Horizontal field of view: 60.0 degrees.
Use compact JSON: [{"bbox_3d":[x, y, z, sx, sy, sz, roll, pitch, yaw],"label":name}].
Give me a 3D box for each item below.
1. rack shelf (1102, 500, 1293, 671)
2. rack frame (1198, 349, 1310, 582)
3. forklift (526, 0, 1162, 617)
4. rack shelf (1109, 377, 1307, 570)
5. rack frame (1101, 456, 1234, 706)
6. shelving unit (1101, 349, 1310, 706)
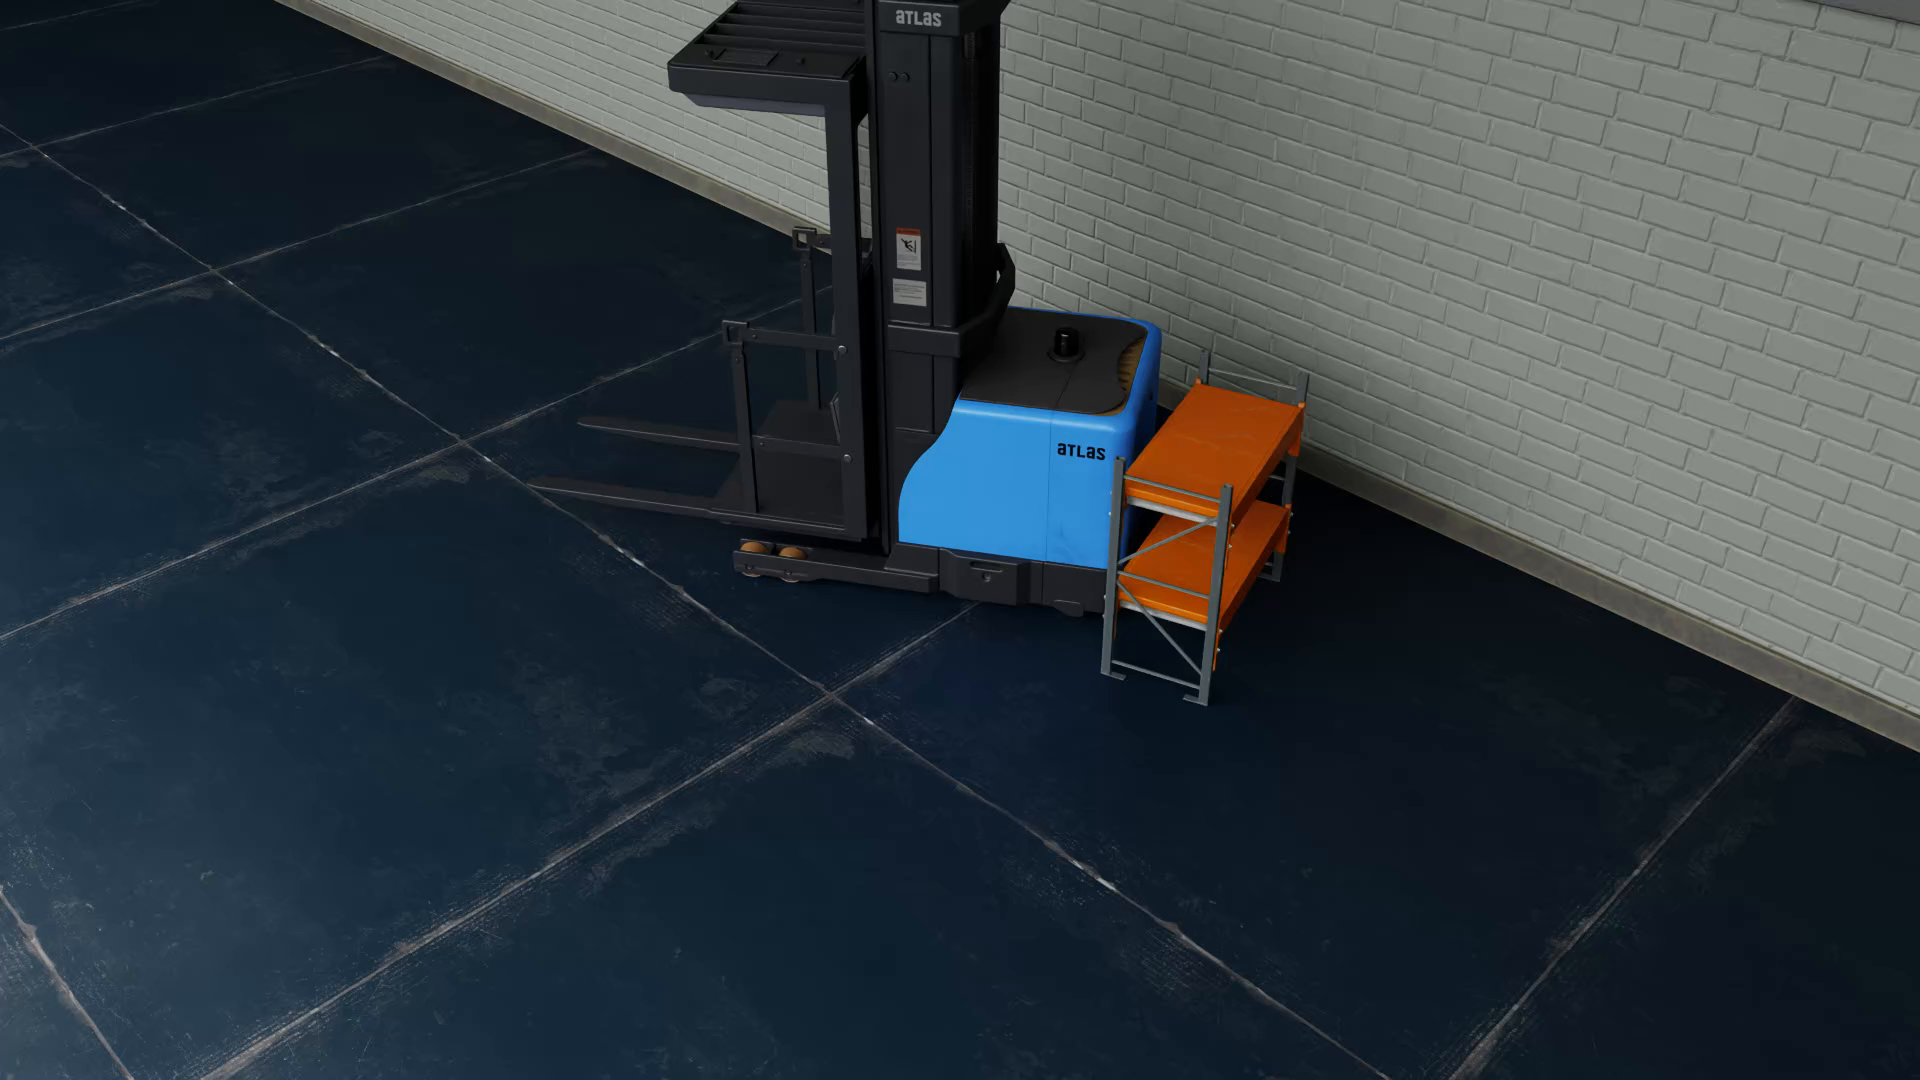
[{"bbox_3d":[1.085,0.130,7.508,0.538,0.278,1.000,16,38,22],"label":"rack shelf"},{"bbox_3d":[1.313,-0.330,7.740,0.500,1.125,0.032,16,38,22],"label":"rack frame"},{"bbox_3d":[-0.606,-1.284,7.529,3.031,2.935,1.130,8,36,11],"label":"forklift"},{"bbox_3d":[1.085,-0.311,7.201,0.538,0.278,1.000,16,38,22],"label":"rack shelf"},{"bbox_3d":[0.856,0.189,6.996,0.500,1.125,0.032,16,38,22],"label":"rack frame"},{"bbox_3d":[1.085,-0.071,7.368,0.538,1.125,1.048,16,38,22],"label":"shelving unit"}]
